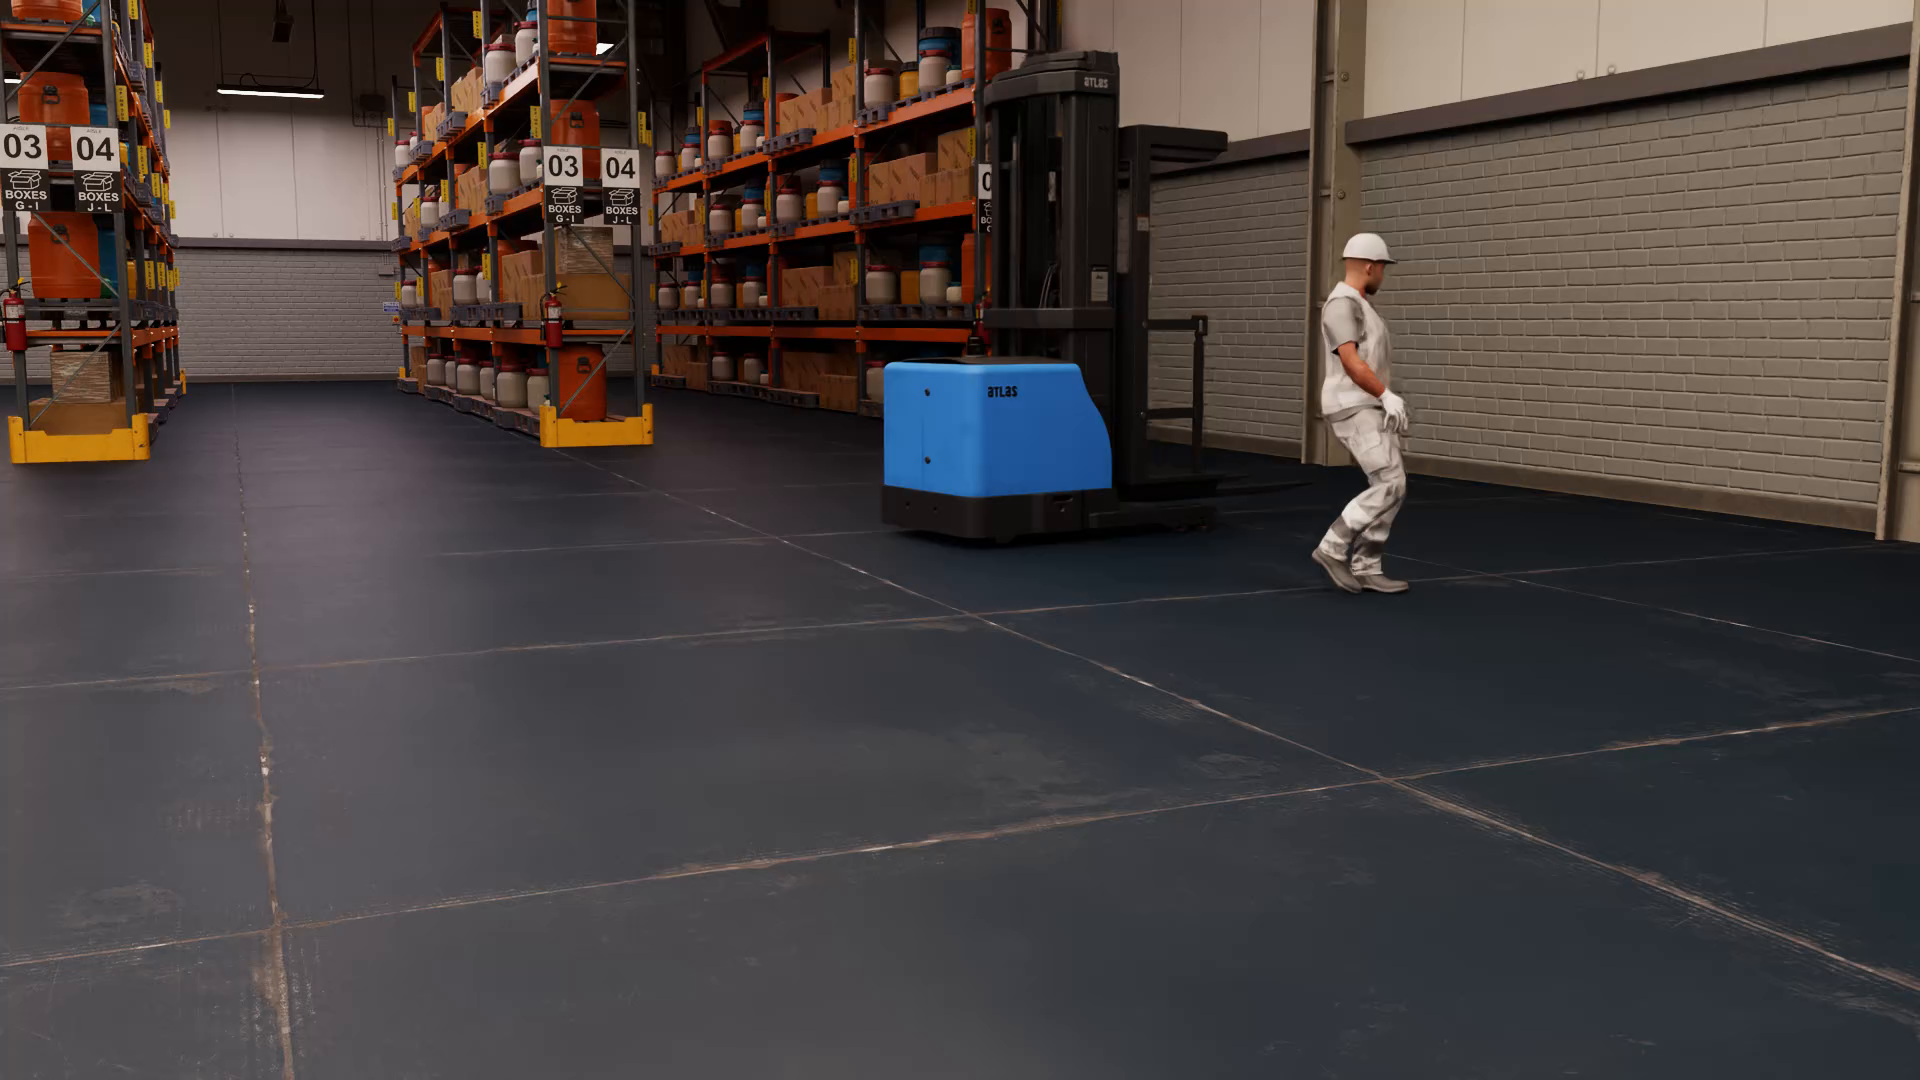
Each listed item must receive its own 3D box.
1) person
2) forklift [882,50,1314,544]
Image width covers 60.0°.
[{"bbox_3d":[2.023,-0.619,8.165,0.485,1.748,0.784,4,9,29],"label":"person"},{"bbox_3d":[1.011,-1.553,10.721,3.031,2.935,1.130,-5,9,-34],"label":"forklift"}]
